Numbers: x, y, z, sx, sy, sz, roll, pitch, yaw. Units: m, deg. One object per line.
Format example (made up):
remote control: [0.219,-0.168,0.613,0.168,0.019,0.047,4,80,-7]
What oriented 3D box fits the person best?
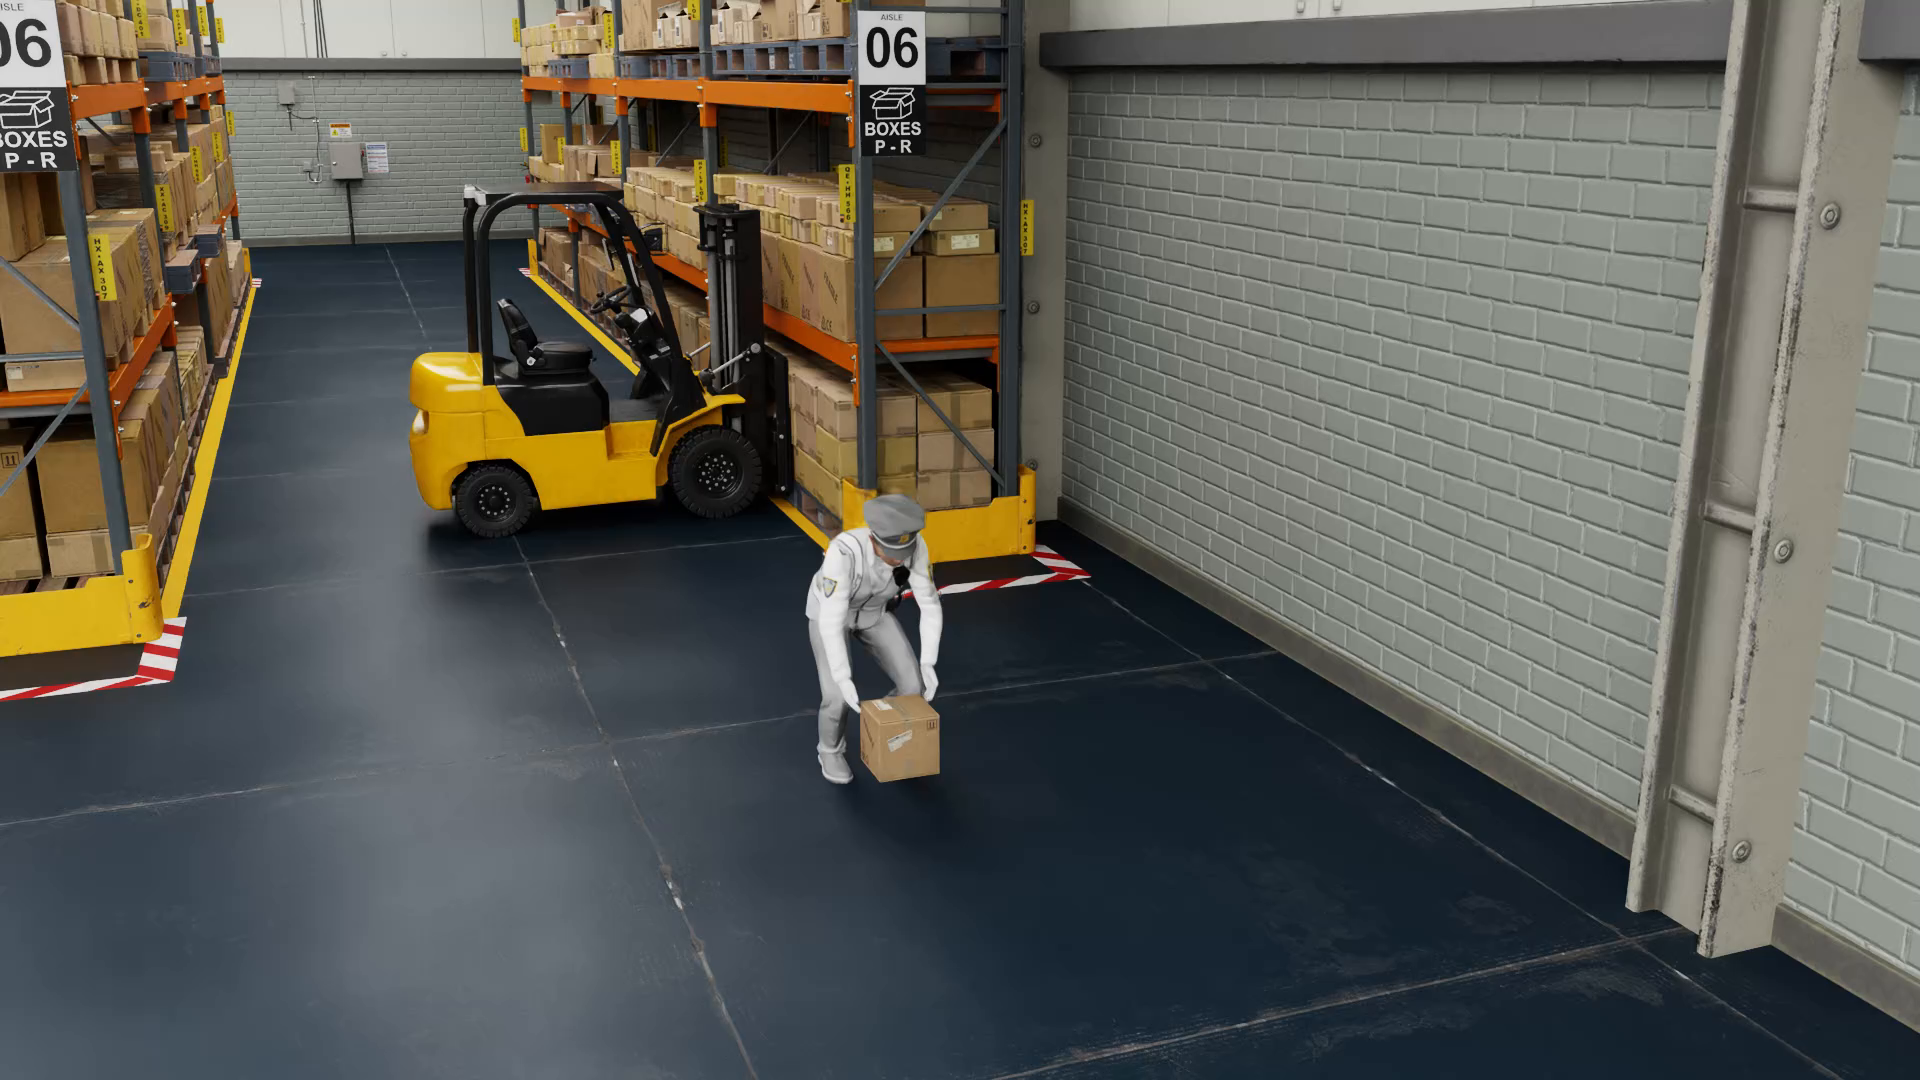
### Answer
person: [-0.354,0.389,6.891,0.532,1.266,0.761,-6,17,-20]
